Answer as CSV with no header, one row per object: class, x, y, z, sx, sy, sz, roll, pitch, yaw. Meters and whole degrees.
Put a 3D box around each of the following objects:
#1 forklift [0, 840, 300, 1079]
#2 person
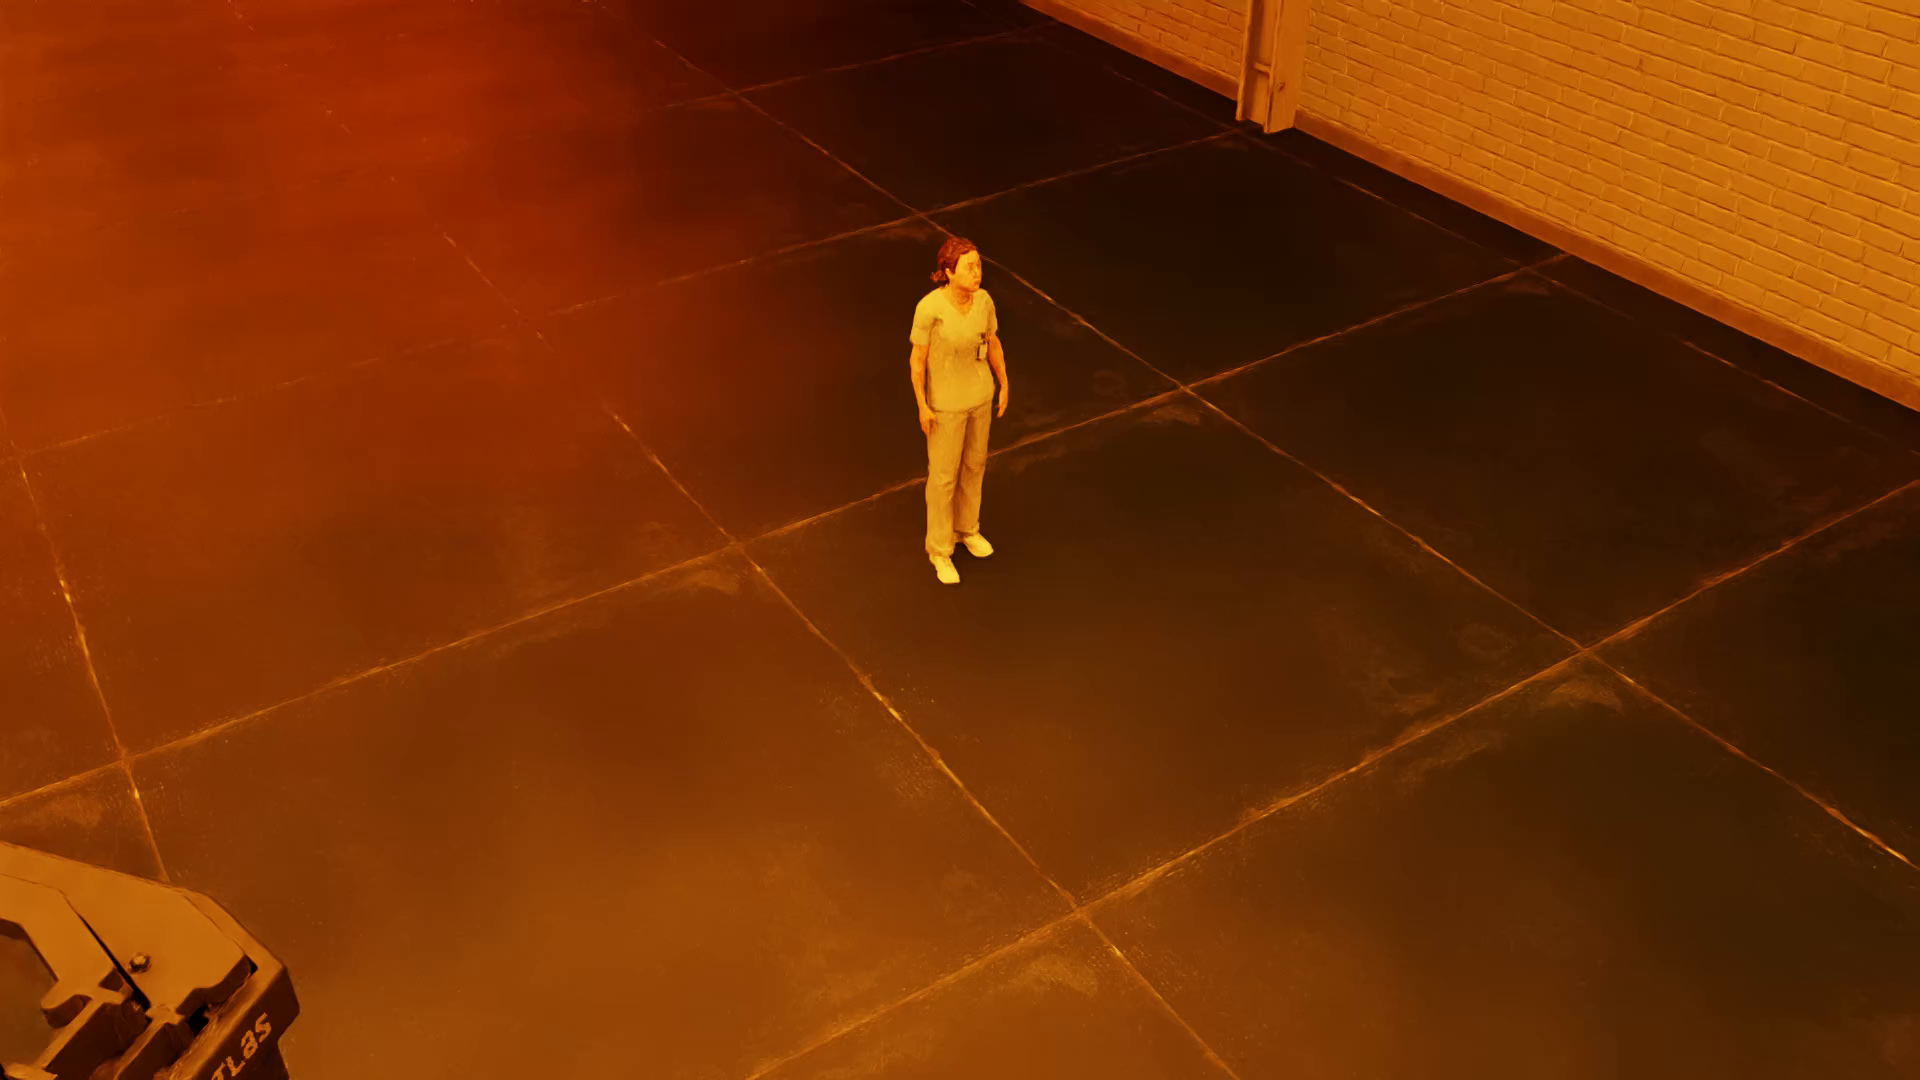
forklift,-1.801,2.124,3.125,1.130,2.935,3.031,10,36,14
person,0.010,-0.601,8.240,0.519,1.361,0.395,-21,40,-27
